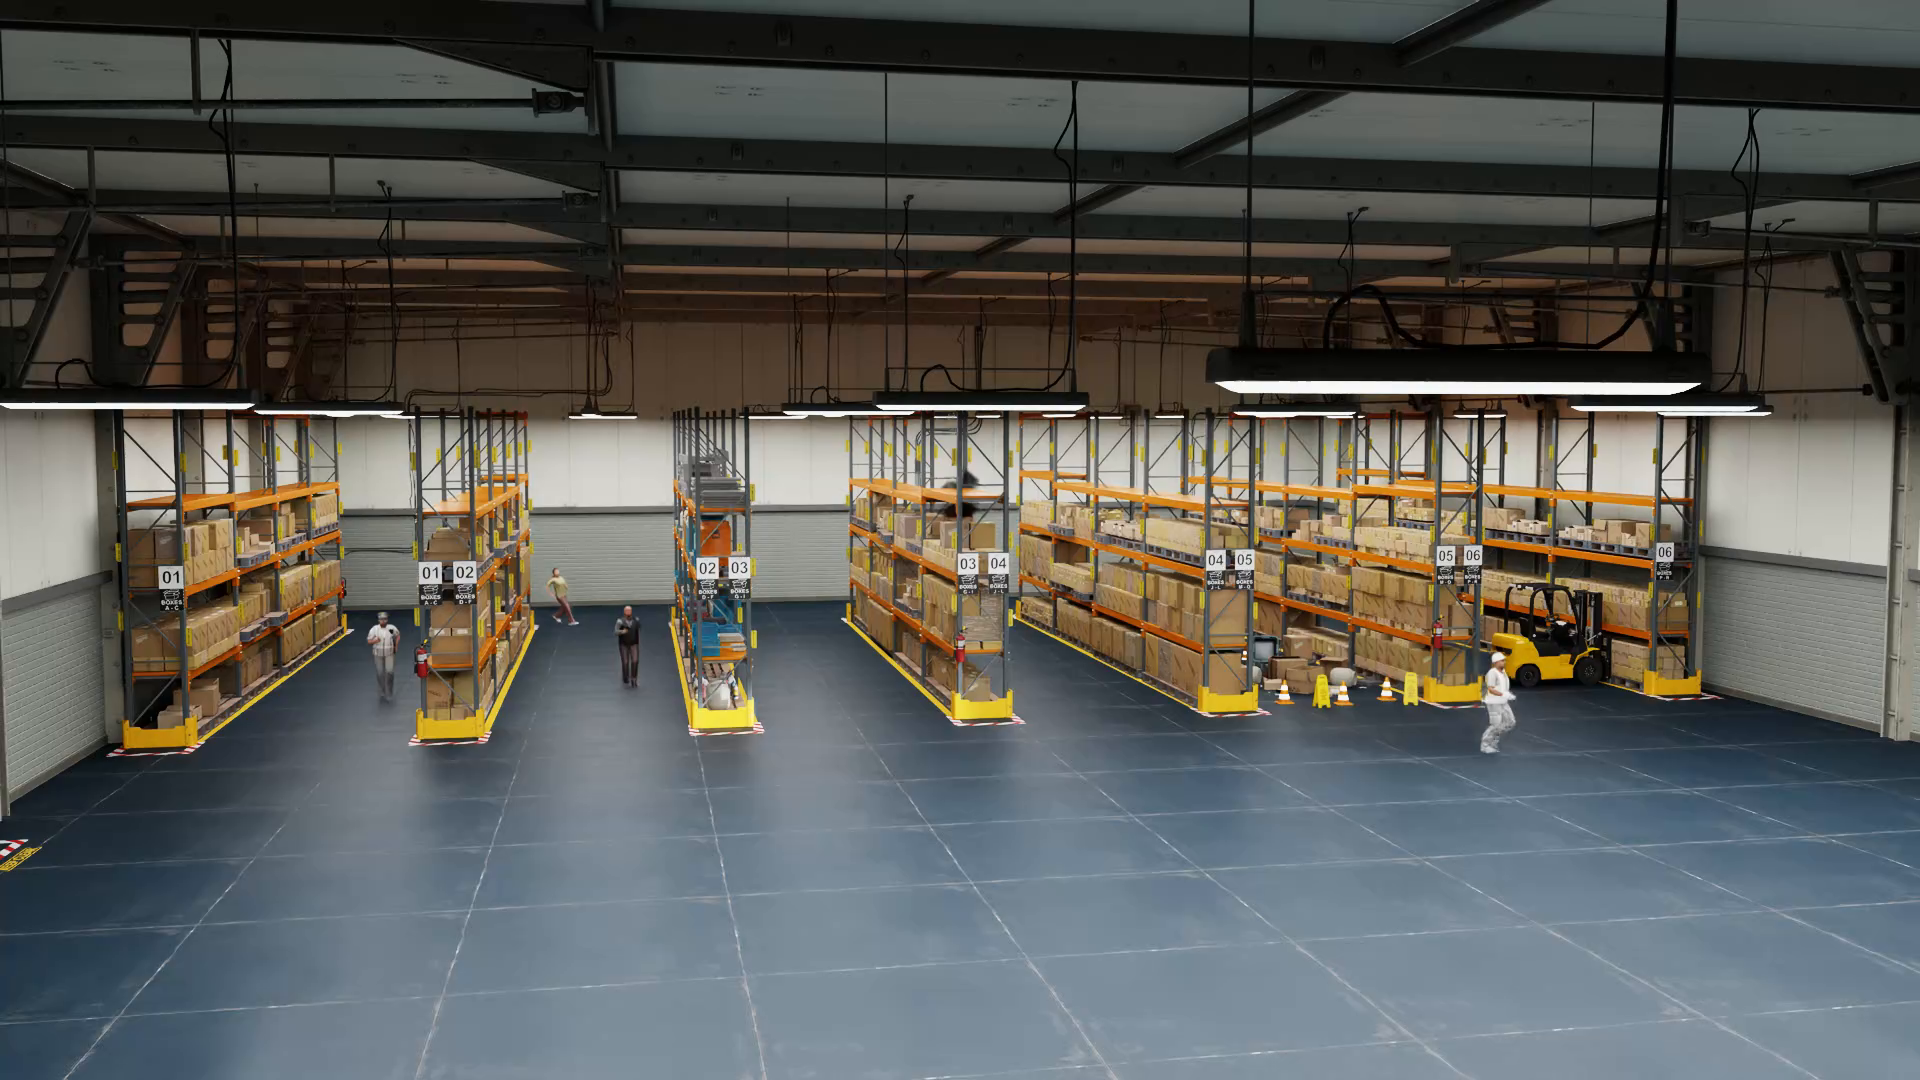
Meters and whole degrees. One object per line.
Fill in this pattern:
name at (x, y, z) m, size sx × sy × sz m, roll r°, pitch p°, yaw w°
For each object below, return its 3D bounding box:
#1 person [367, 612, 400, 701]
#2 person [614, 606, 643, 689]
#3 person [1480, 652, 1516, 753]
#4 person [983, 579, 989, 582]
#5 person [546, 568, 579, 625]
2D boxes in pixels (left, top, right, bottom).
person at (-11.890, 2.394, 34.326) m, size 0.642 × 1.839 × 0.762 m, roll -1°, pitch 4°, yaw -17°
person at (-7.147, 2.303, 35.900) m, size 0.641 × 1.770 × 0.740 m, roll -1°, pitch 4°, yaw -17°
person at (9.298, 2.808, 28.584) m, size 0.638 × 1.759 × 0.721 m, roll 4°, pitch 5°, yaw 41°
person at (0.797, 1.630, 46.655) m, size 0.556 × 1.552 × 0.540 m, roll -1°, pitch 4°, yaw -17°
person at (-11.151, 1.587, 46.578) m, size 0.905 × 1.606 × 0.629 m, roll 2°, pitch 4°, yaw 23°
